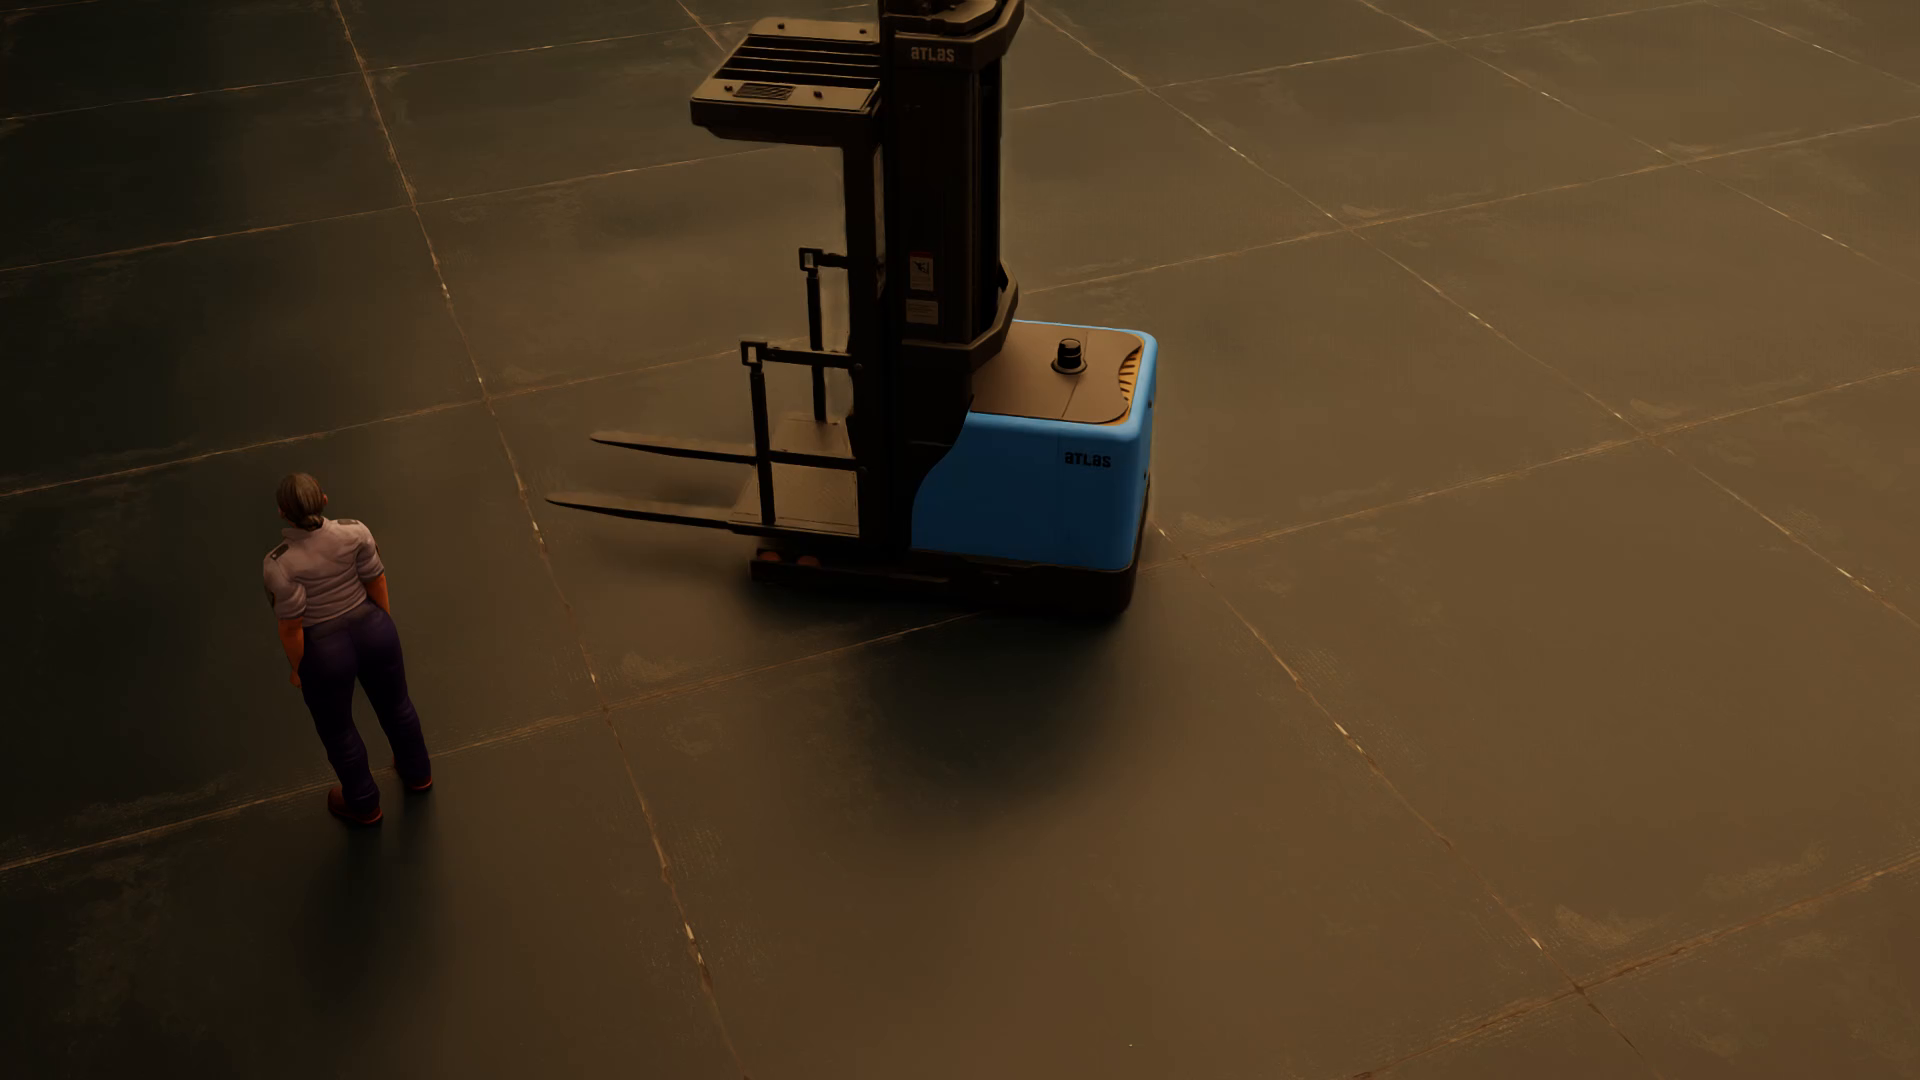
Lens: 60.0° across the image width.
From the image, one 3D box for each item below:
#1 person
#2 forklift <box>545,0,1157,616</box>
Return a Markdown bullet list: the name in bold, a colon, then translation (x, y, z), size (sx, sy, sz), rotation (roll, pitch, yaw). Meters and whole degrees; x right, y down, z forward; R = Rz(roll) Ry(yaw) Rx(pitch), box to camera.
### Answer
- **person**: translation (-2.456, 0.427, 6.623), size (0.363, 1.638, 0.485), rotation (28, 44, 34)
- **forklift**: translation (-0.581, -1.242, 7.846), size (3.031, 2.935, 1.130), rotation (6, 36, 9)
